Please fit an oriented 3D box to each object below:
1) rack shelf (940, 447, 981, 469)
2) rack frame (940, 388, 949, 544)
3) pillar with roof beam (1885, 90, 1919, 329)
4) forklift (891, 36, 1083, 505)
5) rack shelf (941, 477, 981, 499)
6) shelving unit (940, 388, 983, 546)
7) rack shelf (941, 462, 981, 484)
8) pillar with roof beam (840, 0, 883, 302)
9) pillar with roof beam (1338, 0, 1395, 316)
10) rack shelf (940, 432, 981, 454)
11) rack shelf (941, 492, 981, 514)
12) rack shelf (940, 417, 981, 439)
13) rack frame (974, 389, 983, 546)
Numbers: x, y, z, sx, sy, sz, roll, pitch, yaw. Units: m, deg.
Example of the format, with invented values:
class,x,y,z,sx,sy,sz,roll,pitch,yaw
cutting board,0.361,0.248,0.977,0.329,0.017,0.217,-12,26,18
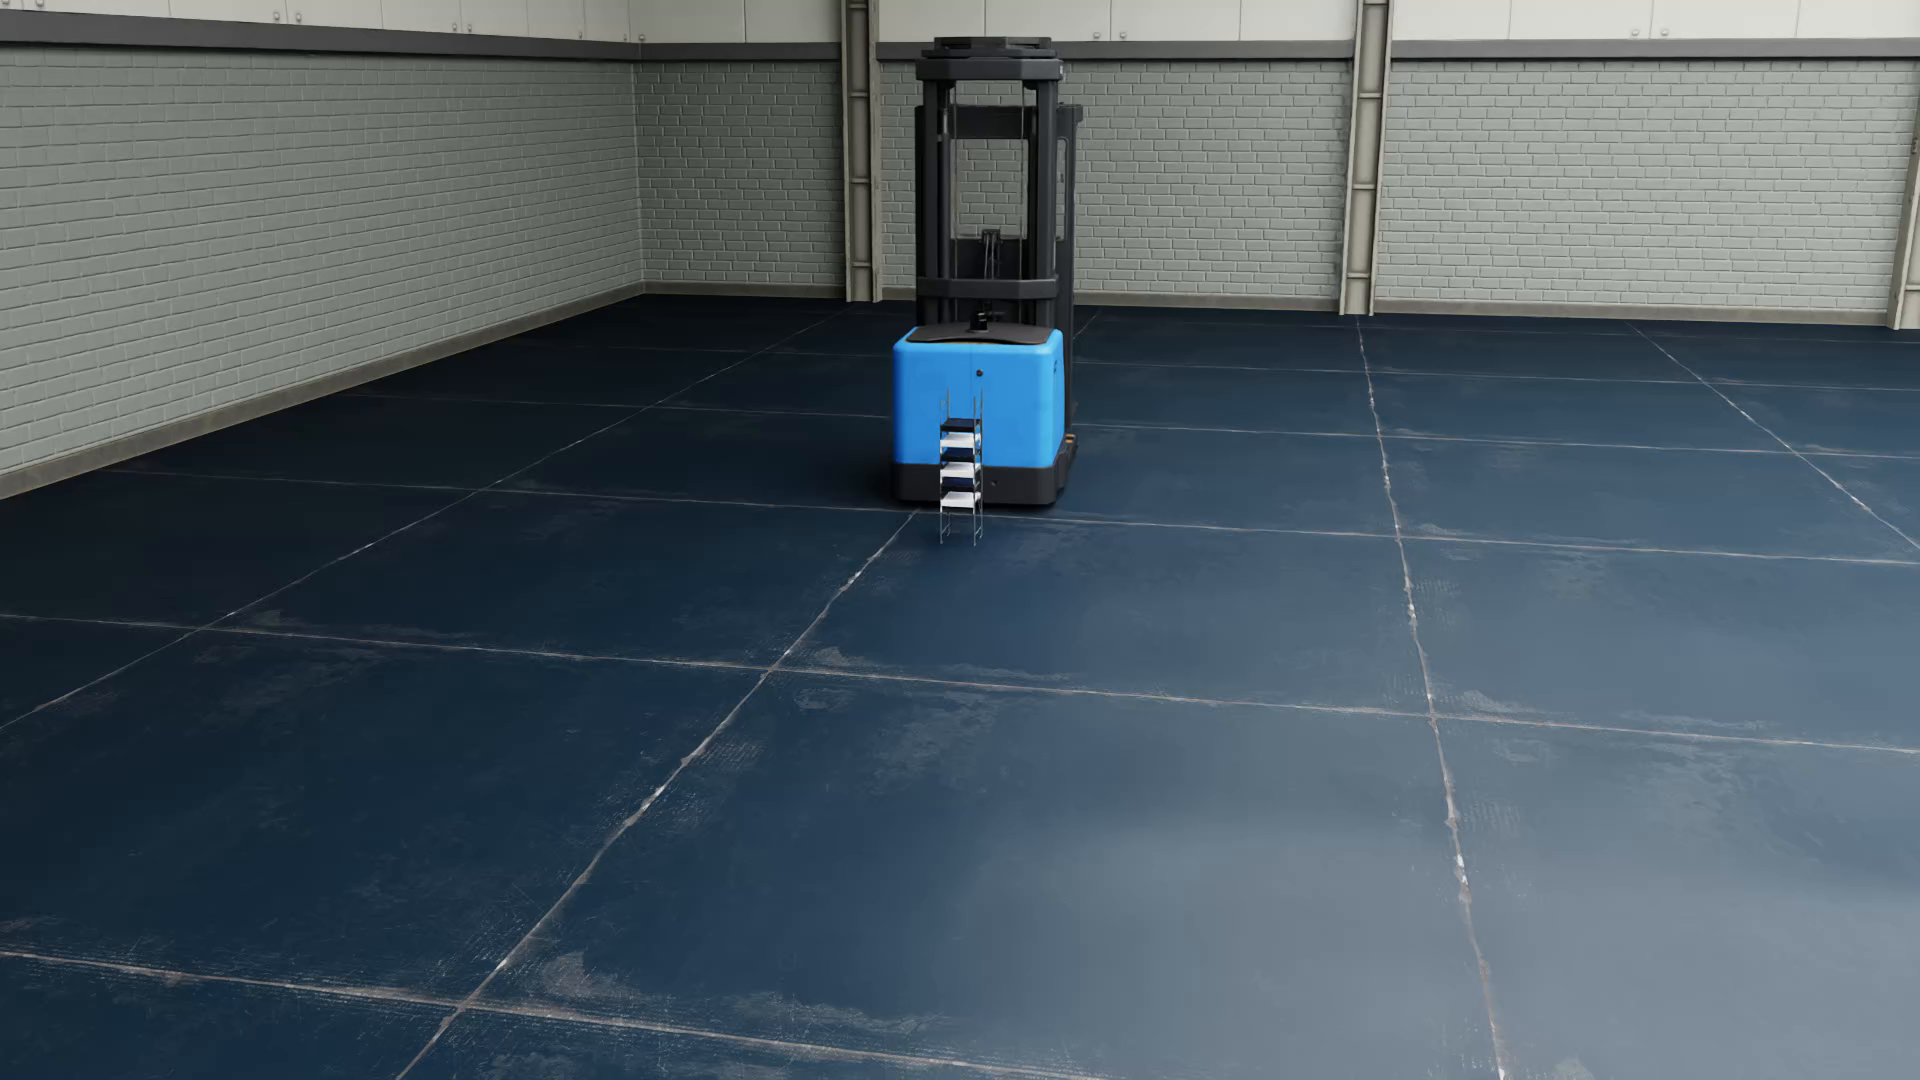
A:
class,x,y,z,sx,sy,sz,roll,pitch,yaw
rack shelf,0.008,-0.488,9.855,0.200,0.077,0.258,3,16,11
rack frame,-0.092,-0.439,9.890,0.006,0.900,0.240,3,16,11
pillar with roof beam,9.705,-5.573,13.255,0.400,9.000,9.100,3,16,11
forklift,0.272,-1.981,11.653,1.130,2.935,3.031,2,16,8
rack shelf,0.008,-0.314,9.903,0.200,0.077,0.258,3,16,11
shelving unit,0.008,-0.433,9.870,0.210,0.900,0.258,3,16,11
rack shelf,0.008,-0.401,9.879,0.200,0.077,0.258,3,16,11
pillar with roof beam,-2.054,-6.212,15.560,0.400,9.000,9.100,3,16,11
pillar with roof beam,3.825,-5.892,14.407,0.400,9.000,9.100,3,16,11
rack shelf,0.008,-0.575,9.831,0.200,0.077,0.258,3,16,11
rack shelf,0.008,-0.228,9.927,0.200,0.077,0.258,3,16,11
rack shelf,0.008,-0.661,9.807,0.200,0.077,0.258,3,16,11
rack frame,0.108,-0.428,9.851,0.006,0.900,0.240,3,16,11
